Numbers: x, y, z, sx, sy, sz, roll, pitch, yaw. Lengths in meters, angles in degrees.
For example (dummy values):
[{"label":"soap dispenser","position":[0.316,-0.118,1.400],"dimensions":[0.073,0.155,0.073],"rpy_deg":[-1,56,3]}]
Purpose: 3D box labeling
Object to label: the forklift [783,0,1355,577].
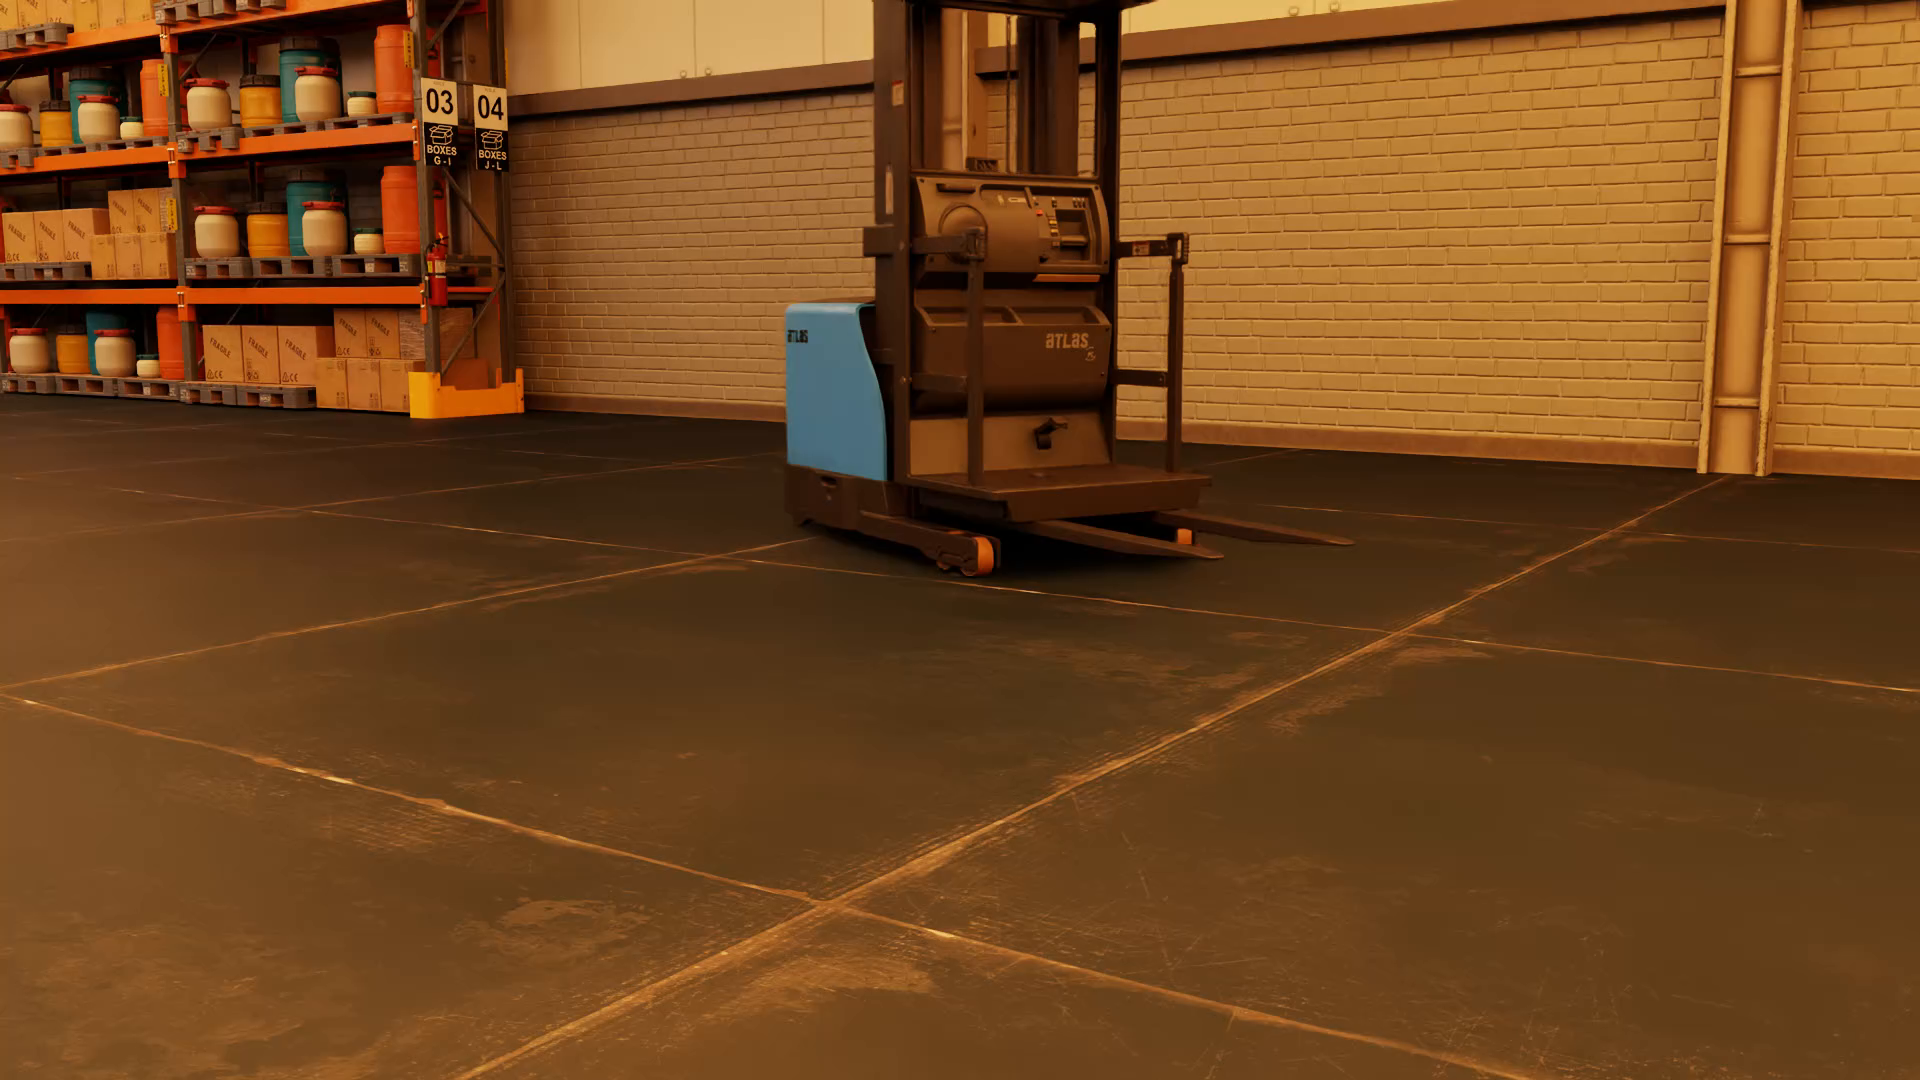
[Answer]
[{"label":"forklift","position":[0.344,-1.377,6.875],"dimensions":[1.130,2.935,3.031],"rpy_deg":[-5,9,-31]}]
